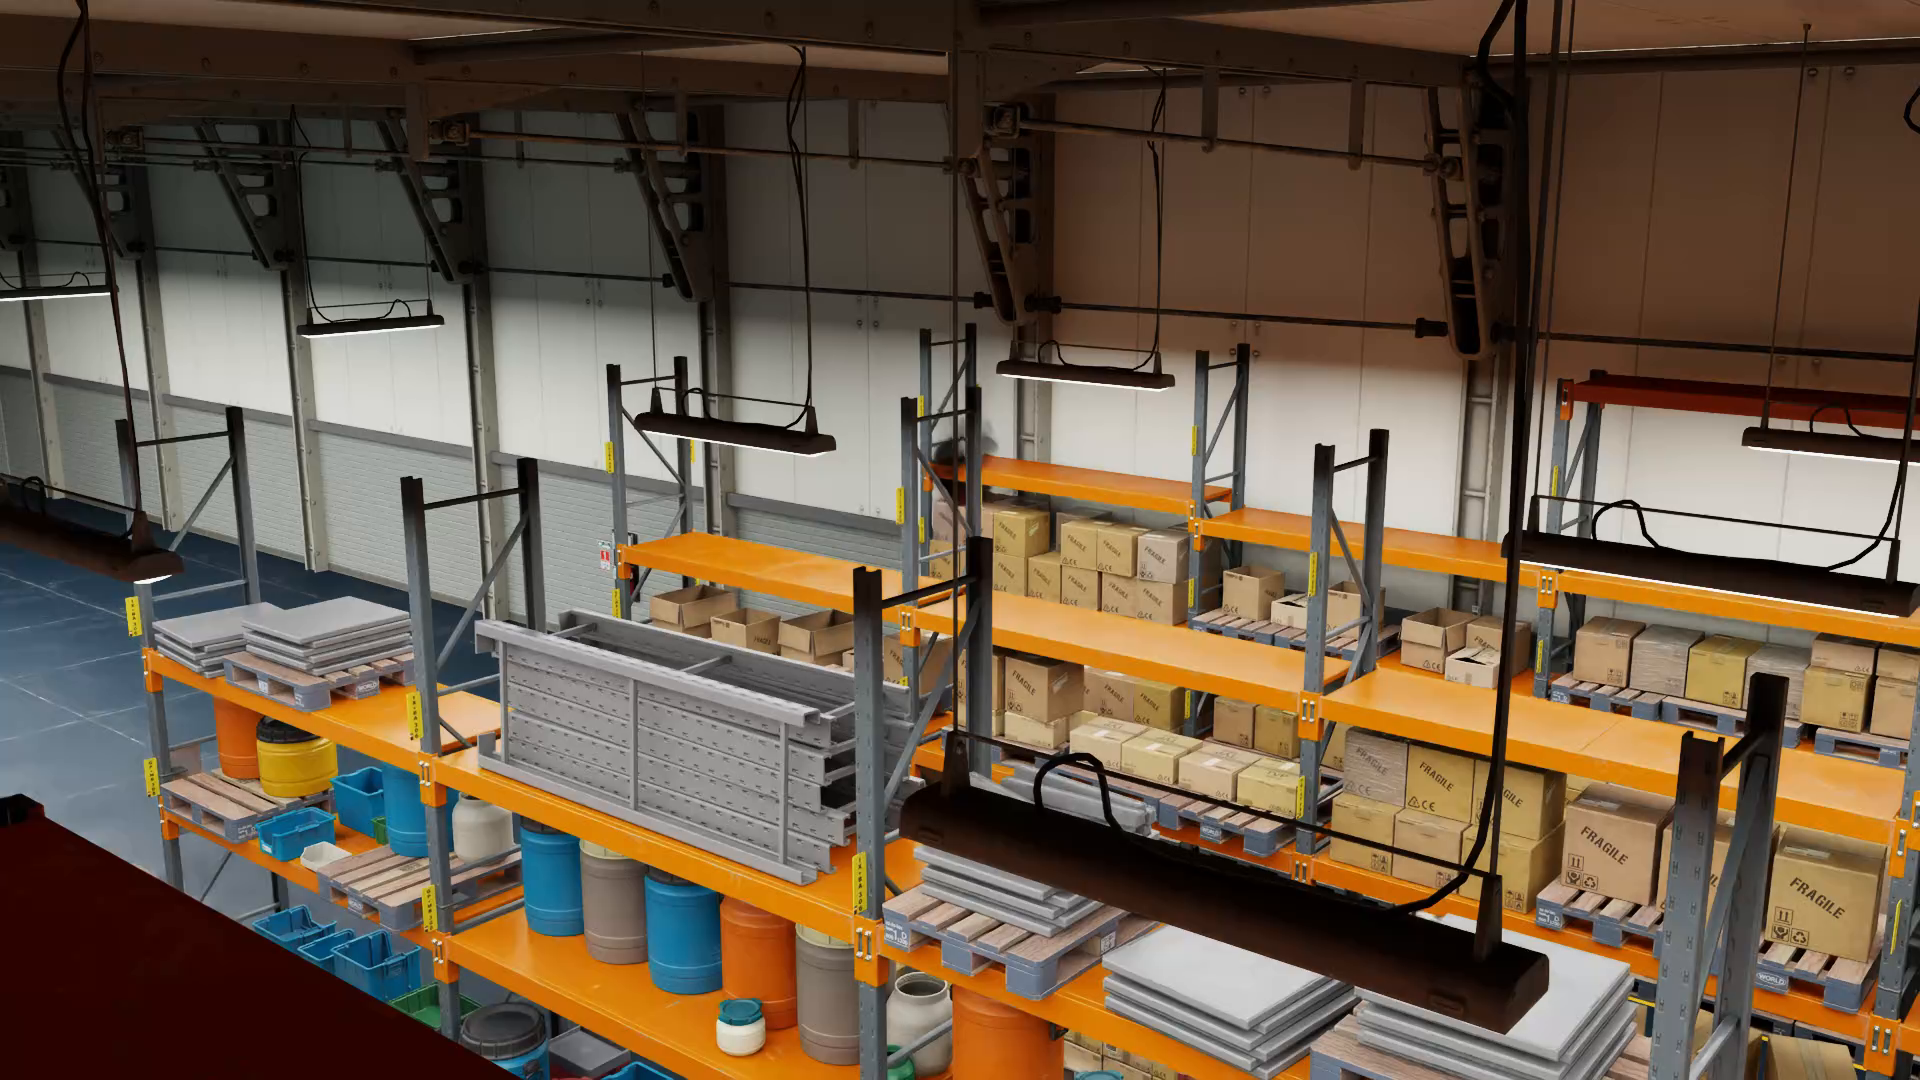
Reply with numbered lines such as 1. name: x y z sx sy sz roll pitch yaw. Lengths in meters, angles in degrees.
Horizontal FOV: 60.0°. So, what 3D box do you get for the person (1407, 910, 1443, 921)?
1. person: 4.310 3.825 15.450 0.649 1.727 0.722 10 16 38
